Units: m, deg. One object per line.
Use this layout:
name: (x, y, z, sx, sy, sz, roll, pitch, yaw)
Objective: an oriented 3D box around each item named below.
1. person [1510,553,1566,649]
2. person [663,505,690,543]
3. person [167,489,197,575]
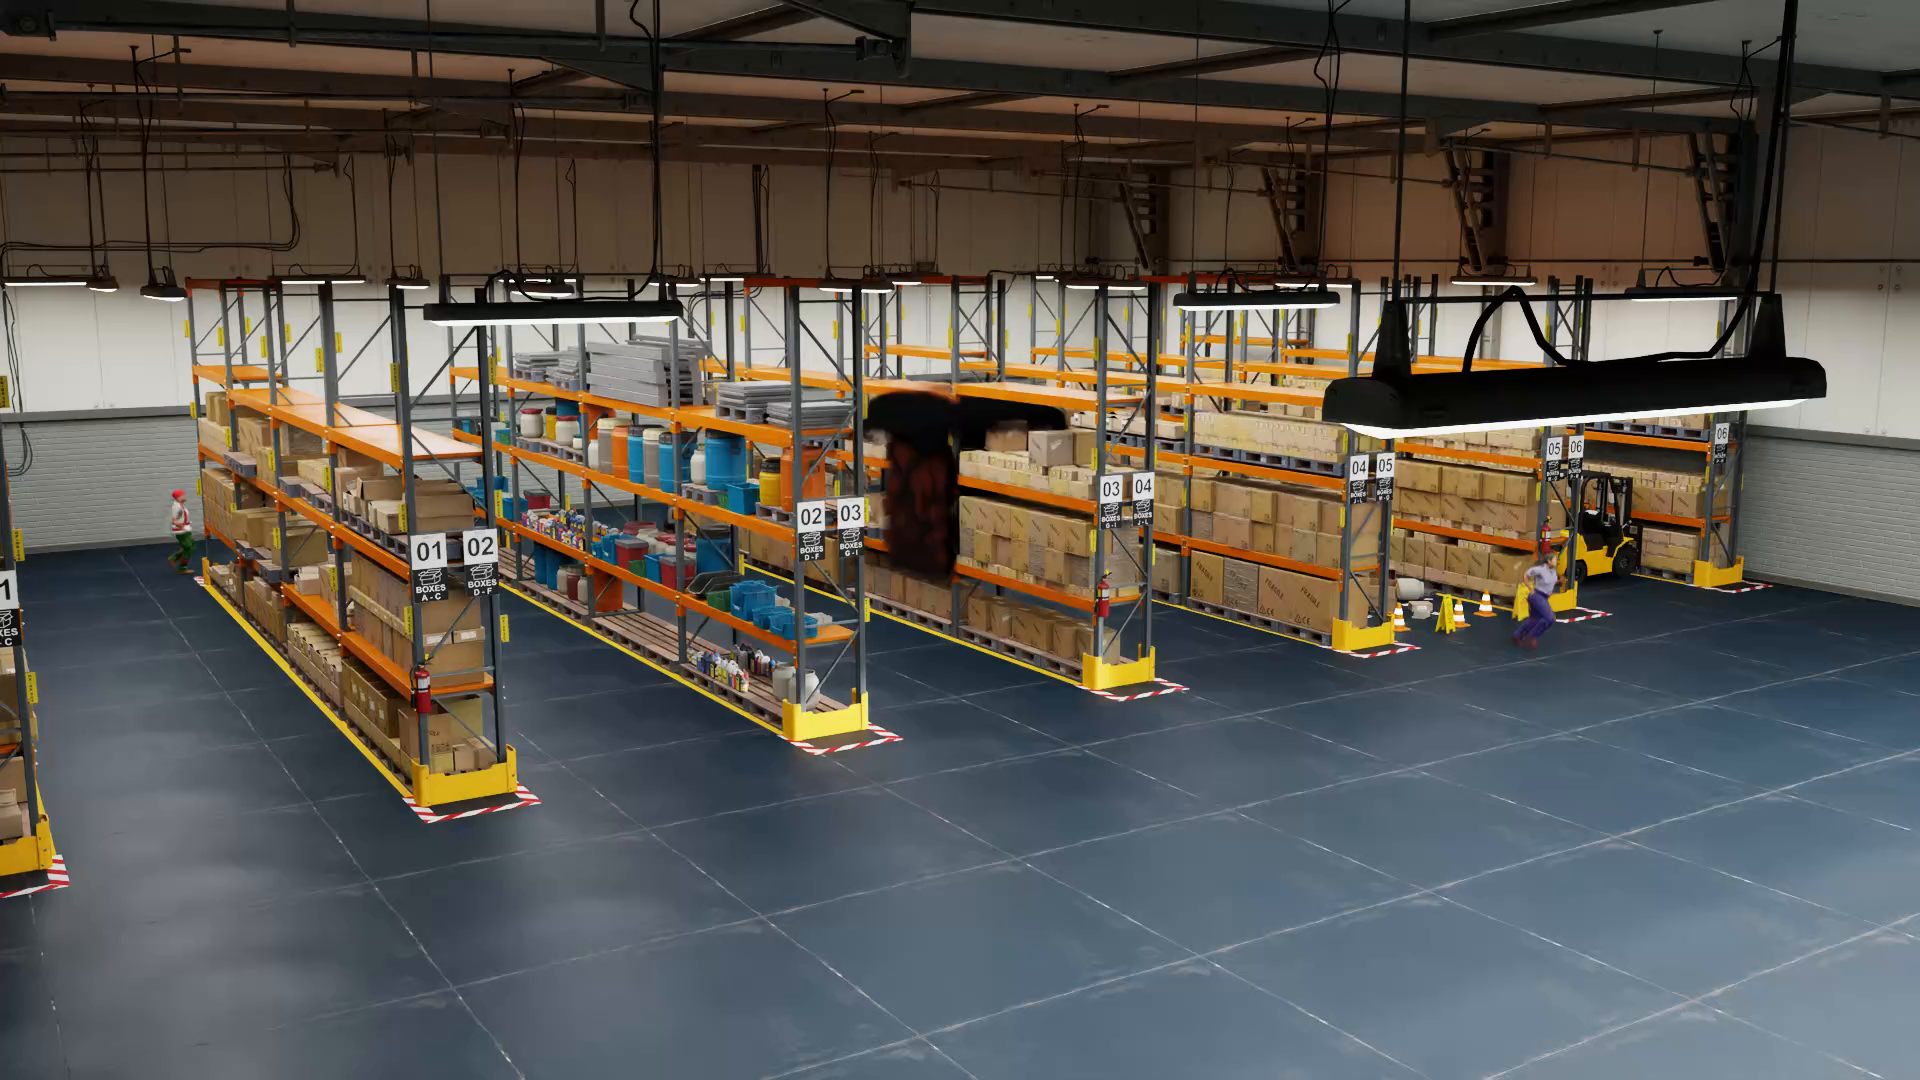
person: (9.567, 0.983, 27.428, 0.789, 1.586, 0.555, 6, 11, 31)
person: (-5.962, -0.230, 34.963, 1.022, 1.455, 0.650, 9, 13, 44)
person: (-15.815, -0.163, 33.732, 0.576, 1.742, 0.638, -4, 10, -22)
